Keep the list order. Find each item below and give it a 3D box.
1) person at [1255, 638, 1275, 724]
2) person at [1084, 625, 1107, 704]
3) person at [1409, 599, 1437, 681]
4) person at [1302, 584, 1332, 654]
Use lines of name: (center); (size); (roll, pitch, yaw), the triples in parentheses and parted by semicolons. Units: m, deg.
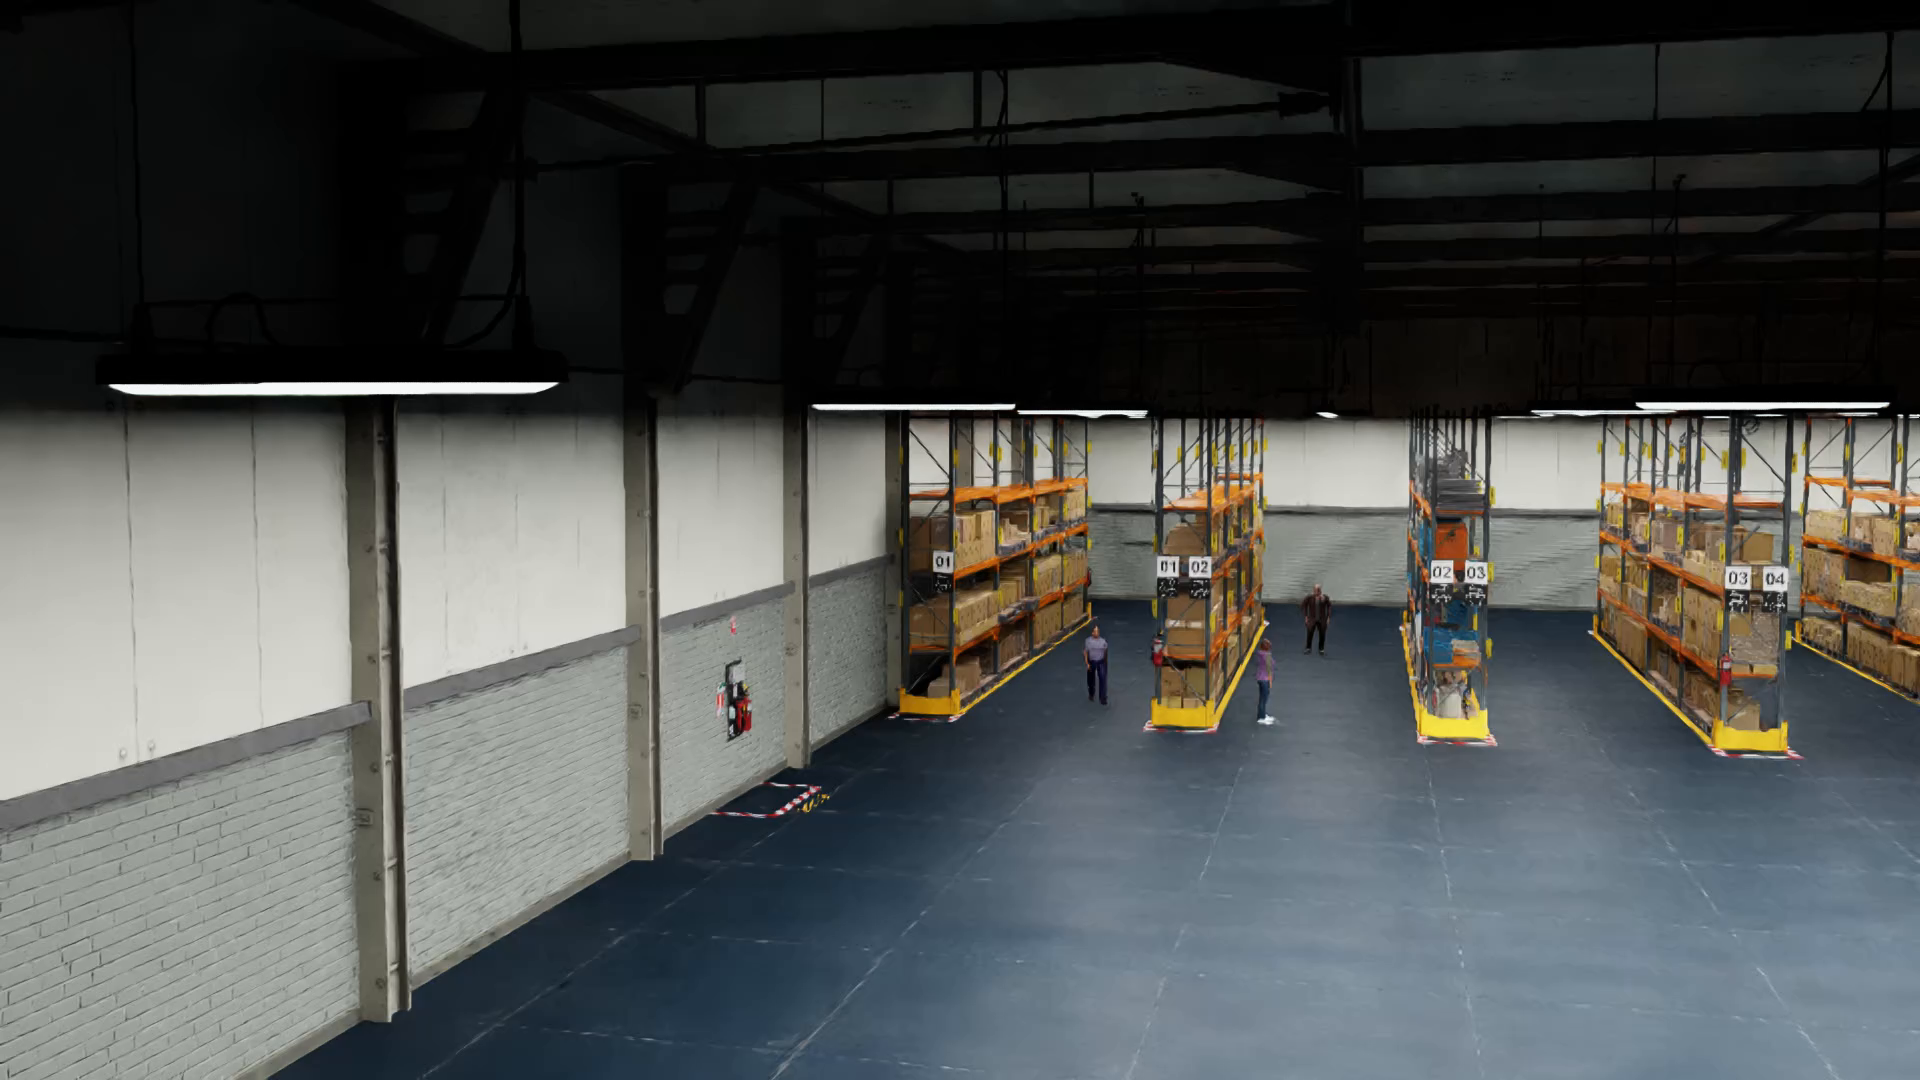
person: (5.792, 2.655, 31.472); (0.406, 1.600, 0.468); (-1, 4, -12)
person: (2.744, 2.505, 33.667); (0.478, 1.580, 1.000); (0, 4, 5)
person: (9.802, 2.168, 35.086); (0.536, 1.679, 0.644); (0, 4, 5)
person: (8.754, 1.935, 40.817); (0.729, 1.733, 0.546); (1, 4, 12)
